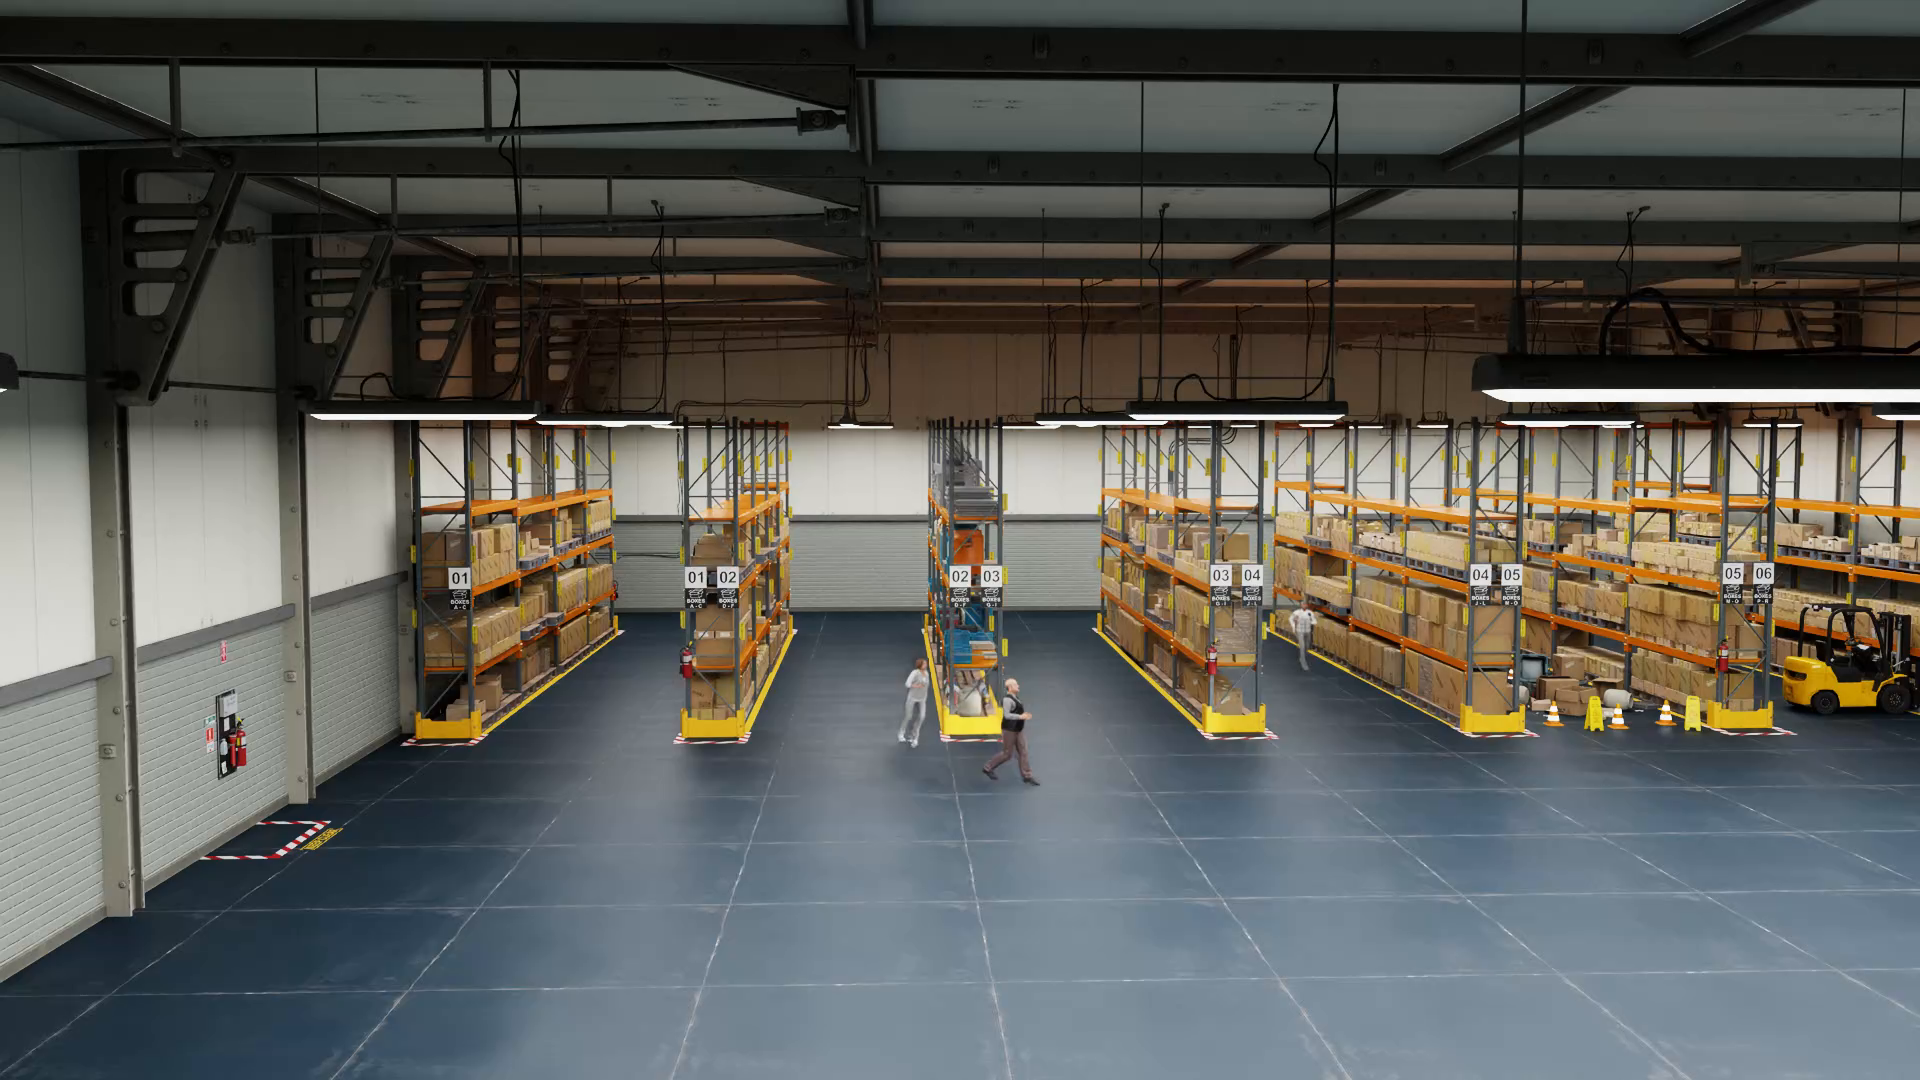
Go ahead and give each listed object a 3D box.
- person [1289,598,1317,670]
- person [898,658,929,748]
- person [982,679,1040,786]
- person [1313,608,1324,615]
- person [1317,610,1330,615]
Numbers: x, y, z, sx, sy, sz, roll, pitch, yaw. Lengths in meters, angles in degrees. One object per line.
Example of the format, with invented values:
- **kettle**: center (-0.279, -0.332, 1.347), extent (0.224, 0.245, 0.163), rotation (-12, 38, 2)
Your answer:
- **person**: center (8.295, 2.238, 40.124), extent (0.611, 1.681, 0.940), rotation (0, 4, -6)
- **person**: center (-0.781, 2.952, 30.413), extent (0.564, 1.605, 0.686), rotation (-2, 4, -27)
- **person**: center (0.822, 3.100, 26.824), extent (0.954, 1.737, 0.658), rotation (1, 4, 18)
- **person**: center (10.438, 1.784, 48.850), extent (0.731, 1.532, 0.638), rotation (3, 5, 38)
- **person**: center (10.645, 1.596, 49.186), extent (1.050, 1.768, 0.707), rotation (0, 4, -6)
